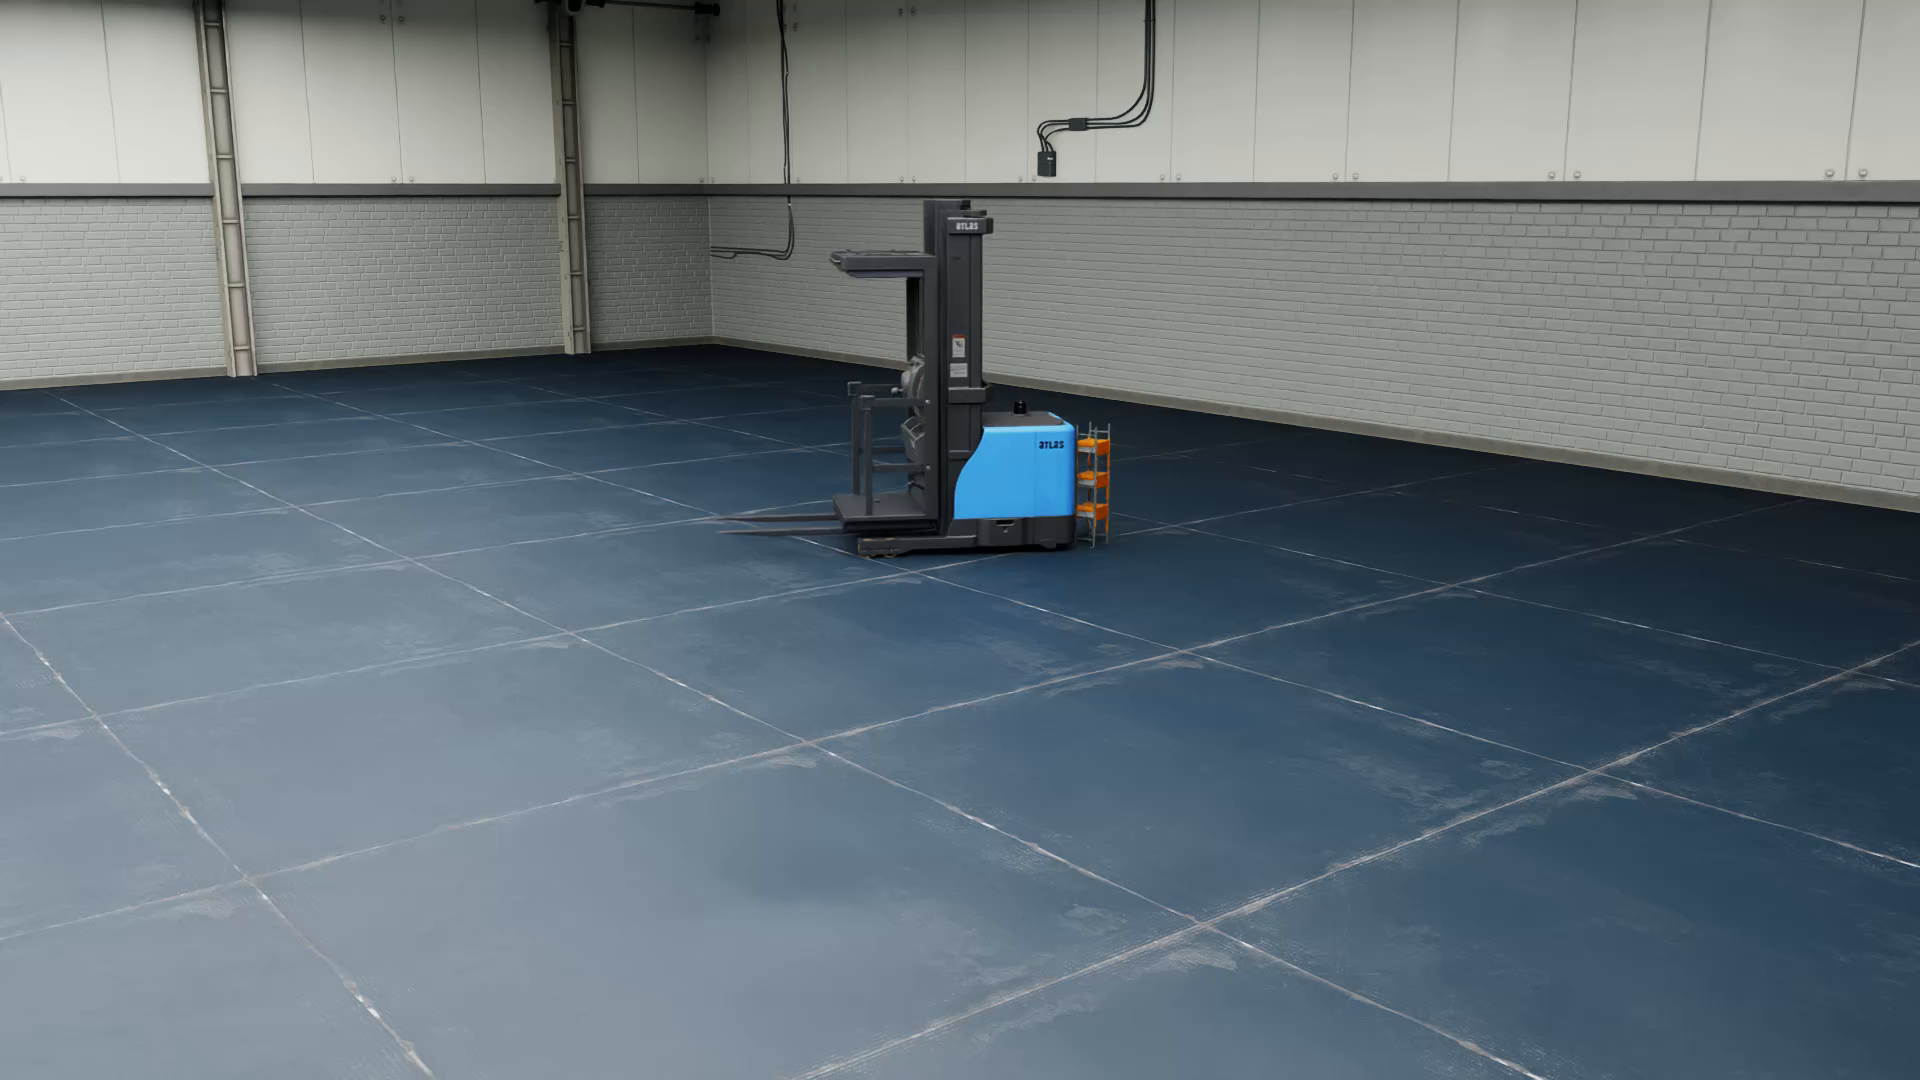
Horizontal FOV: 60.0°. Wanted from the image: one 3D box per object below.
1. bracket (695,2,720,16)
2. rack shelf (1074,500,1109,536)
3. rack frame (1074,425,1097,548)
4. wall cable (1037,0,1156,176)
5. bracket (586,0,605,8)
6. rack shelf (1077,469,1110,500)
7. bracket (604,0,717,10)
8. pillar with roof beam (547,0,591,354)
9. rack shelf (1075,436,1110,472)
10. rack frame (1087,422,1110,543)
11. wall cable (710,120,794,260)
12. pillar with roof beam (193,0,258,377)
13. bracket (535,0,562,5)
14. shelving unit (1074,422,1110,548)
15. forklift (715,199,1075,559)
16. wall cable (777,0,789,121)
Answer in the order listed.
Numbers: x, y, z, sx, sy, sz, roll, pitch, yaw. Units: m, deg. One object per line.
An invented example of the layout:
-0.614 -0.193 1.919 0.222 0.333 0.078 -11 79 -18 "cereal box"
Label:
-4.747 -9.960 31.202 0.430 0.232 0.235 -9 15 -38 "bracket"
1.138 -0.192 14.390 0.215 0.259 0.240 7 14 31 "rack shelf"
1.074 -0.453 14.229 0.200 1.050 0.008 7 14 31 "rack frame"
1.901 -8.185 23.322 0.169 6.003 2.305 -9 15 -38 "wall cable"
-6.598 -9.652 29.754 0.430 0.232 0.235 -9 15 -38 "bracket"
1.139 -0.464 14.333 0.215 0.259 0.240 7 14 31 "rack shelf"
-5.209 -9.883 30.841 3.189 0.066 0.076 -9 15 -38 "bracket"
-4.454 -7.197 26.857 0.548 9.000 9.100 -9 15 -38 "pillar with roof beam"
1.139 -0.741 14.275 0.215 0.259 0.240 7 14 31 "rack shelf"
1.203 -0.495 14.432 0.200 1.050 0.008 7 14 31 "rack frame"
-4.017 -6.544 31.258 0.112 2.526 3.097 -9 15 -38 "wall cable"
-9.140 -6.418 23.191 0.400 9.000 9.100 -9 15 -38 "pillar with roof beam"
-7.246 -9.545 29.247 0.430 0.232 0.235 -9 15 -38 "bracket"
1.139 -0.474 14.331 0.215 1.050 0.252 7 14 31 "shelving unit"
-0.580 -1.395 14.144 3.031 2.935 1.130 -2 12 -9 "forklift"
-2.327 -8.576 28.667 0.112 2.526 3.097 -9 15 -38 "wall cable"
